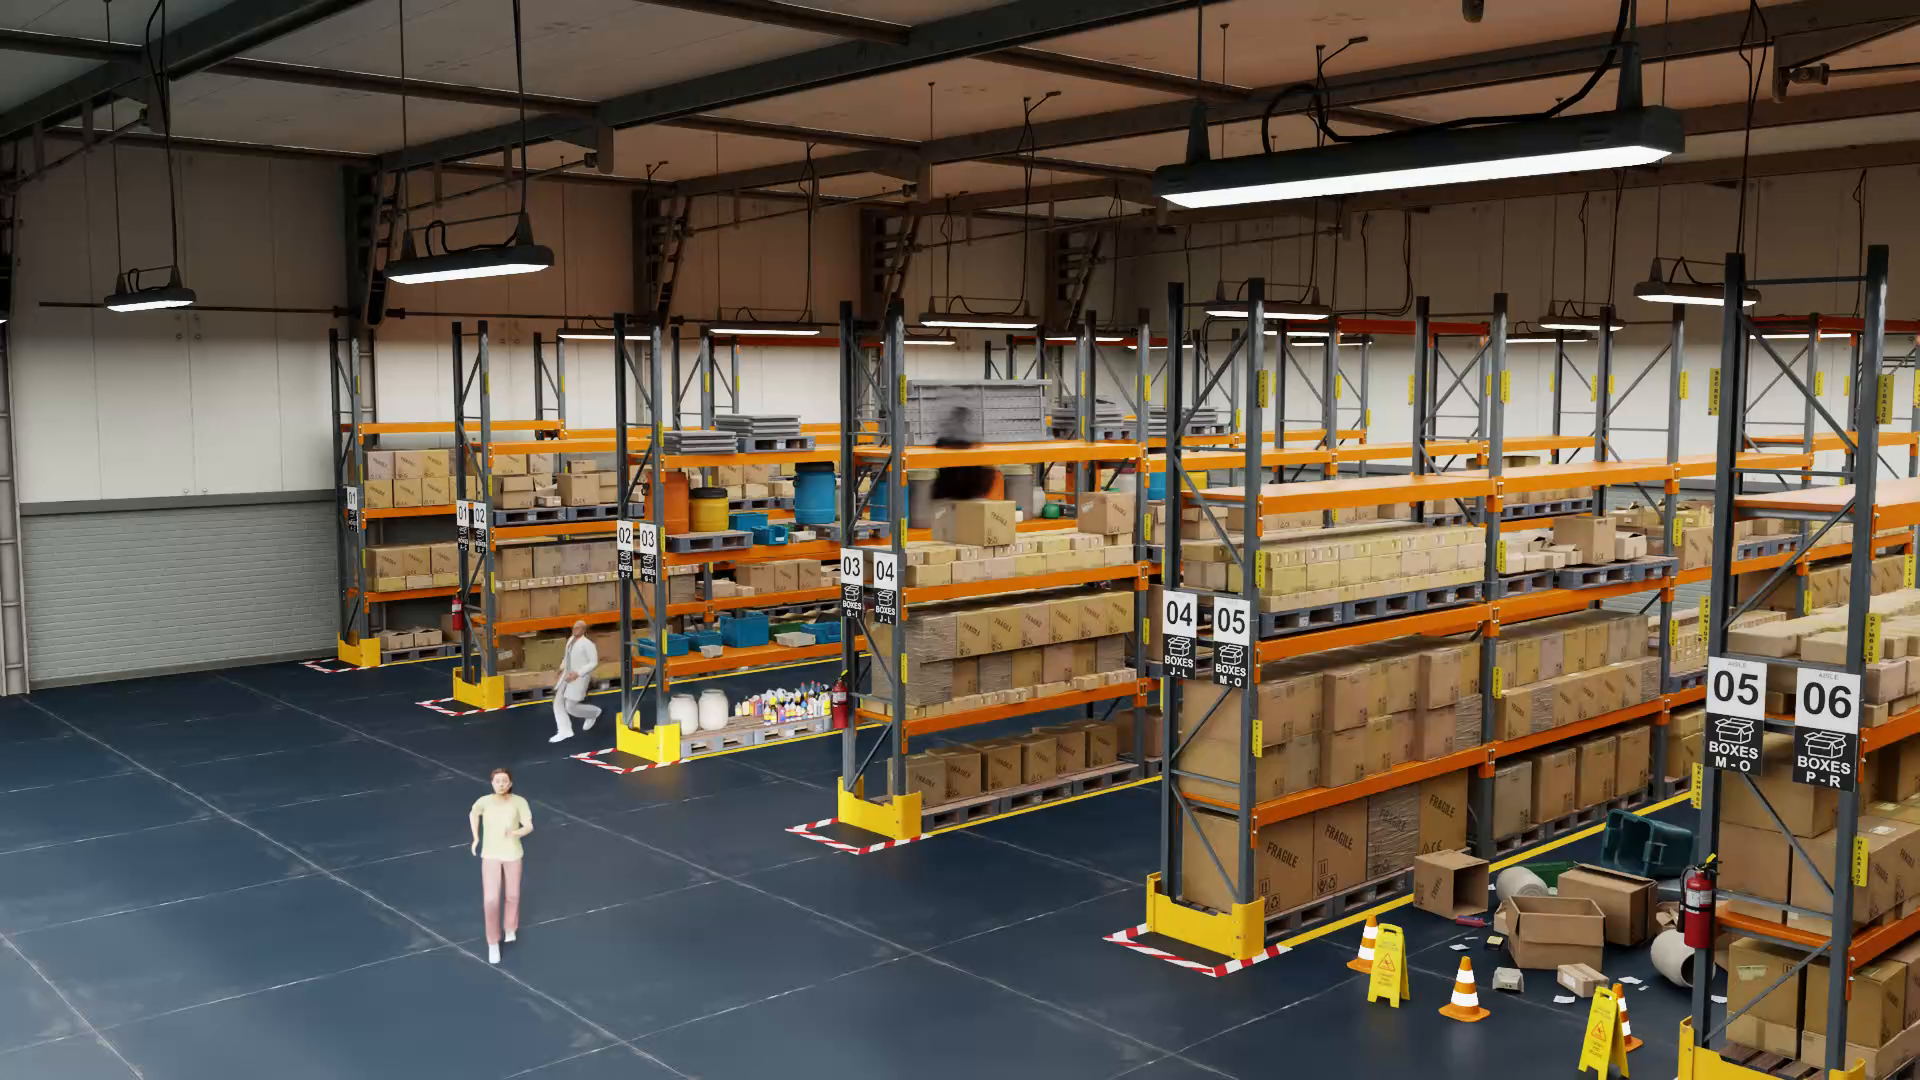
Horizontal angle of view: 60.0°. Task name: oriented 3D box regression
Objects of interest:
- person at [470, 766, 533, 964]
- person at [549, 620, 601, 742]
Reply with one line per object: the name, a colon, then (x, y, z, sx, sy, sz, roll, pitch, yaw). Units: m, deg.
person: (-4.085, 2.875, 14.851, 0.543, 1.712, 0.723, -2, 6, -16)
person: (-5.410, 1.995, 23.619, 0.756, 1.745, 0.772, 5, 8, 42)
